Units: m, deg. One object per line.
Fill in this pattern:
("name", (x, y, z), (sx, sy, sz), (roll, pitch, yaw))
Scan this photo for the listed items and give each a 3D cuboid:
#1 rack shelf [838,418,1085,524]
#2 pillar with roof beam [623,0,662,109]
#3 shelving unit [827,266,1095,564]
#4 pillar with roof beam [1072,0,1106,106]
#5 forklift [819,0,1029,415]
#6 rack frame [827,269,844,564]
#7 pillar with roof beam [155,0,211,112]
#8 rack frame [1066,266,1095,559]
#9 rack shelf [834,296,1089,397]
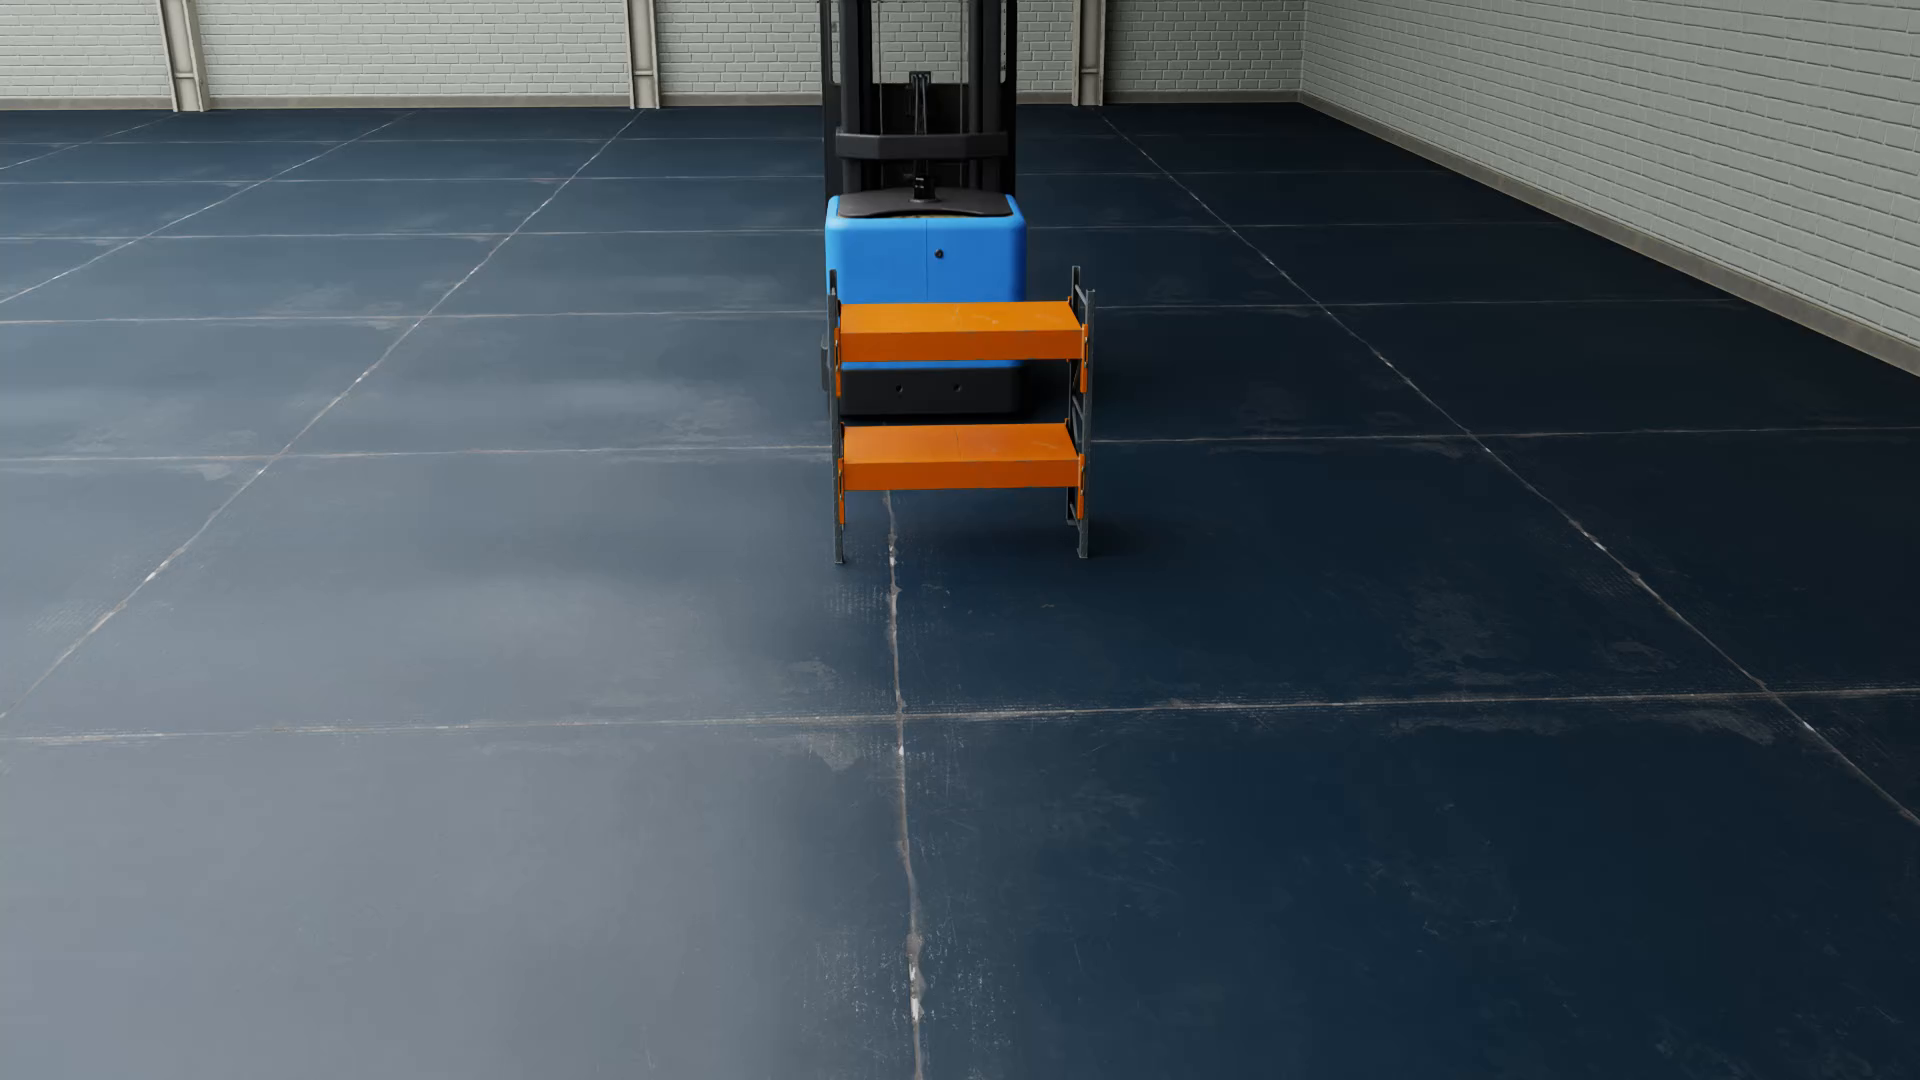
("rack shelf", (-0.007, -0.297, 7.007), (1.000, 0.278, 0.538), (-1, 21, -3))
("pillar with roof beam", (-3.999, -8.533, 16.886), (0.400, 9.000, 9.100), (-1, 21, -3))
("shelving unit", (-0.007, -0.526, 6.920), (1.048, 1.125, 0.538), (-1, 21, -3))
("pillar with roof beam", (1.992, -8.655, 17.207), (0.400, 9.000, 9.100), (-1, 21, -3))
("forklift", (-0.241, -2.495, 9.555), (1.130, 2.935, 3.031), (-1, 21, -3))
("rack frame", (-0.514, -0.515, 6.893), (0.032, 1.125, 0.500), (-1, 21, -3))
("pillar with roof beam", (-9.989, -8.411, 16.566), (0.400, 9.000, 9.100), (-1, 21, -3))
("rack frame", (0.501, -0.536, 6.948), (0.032, 1.125, 0.500), (-1, 21, -3))
("rack shelf", (-0.007, -0.799, 6.816), (1.000, 0.278, 0.538), (-1, 21, -3))
